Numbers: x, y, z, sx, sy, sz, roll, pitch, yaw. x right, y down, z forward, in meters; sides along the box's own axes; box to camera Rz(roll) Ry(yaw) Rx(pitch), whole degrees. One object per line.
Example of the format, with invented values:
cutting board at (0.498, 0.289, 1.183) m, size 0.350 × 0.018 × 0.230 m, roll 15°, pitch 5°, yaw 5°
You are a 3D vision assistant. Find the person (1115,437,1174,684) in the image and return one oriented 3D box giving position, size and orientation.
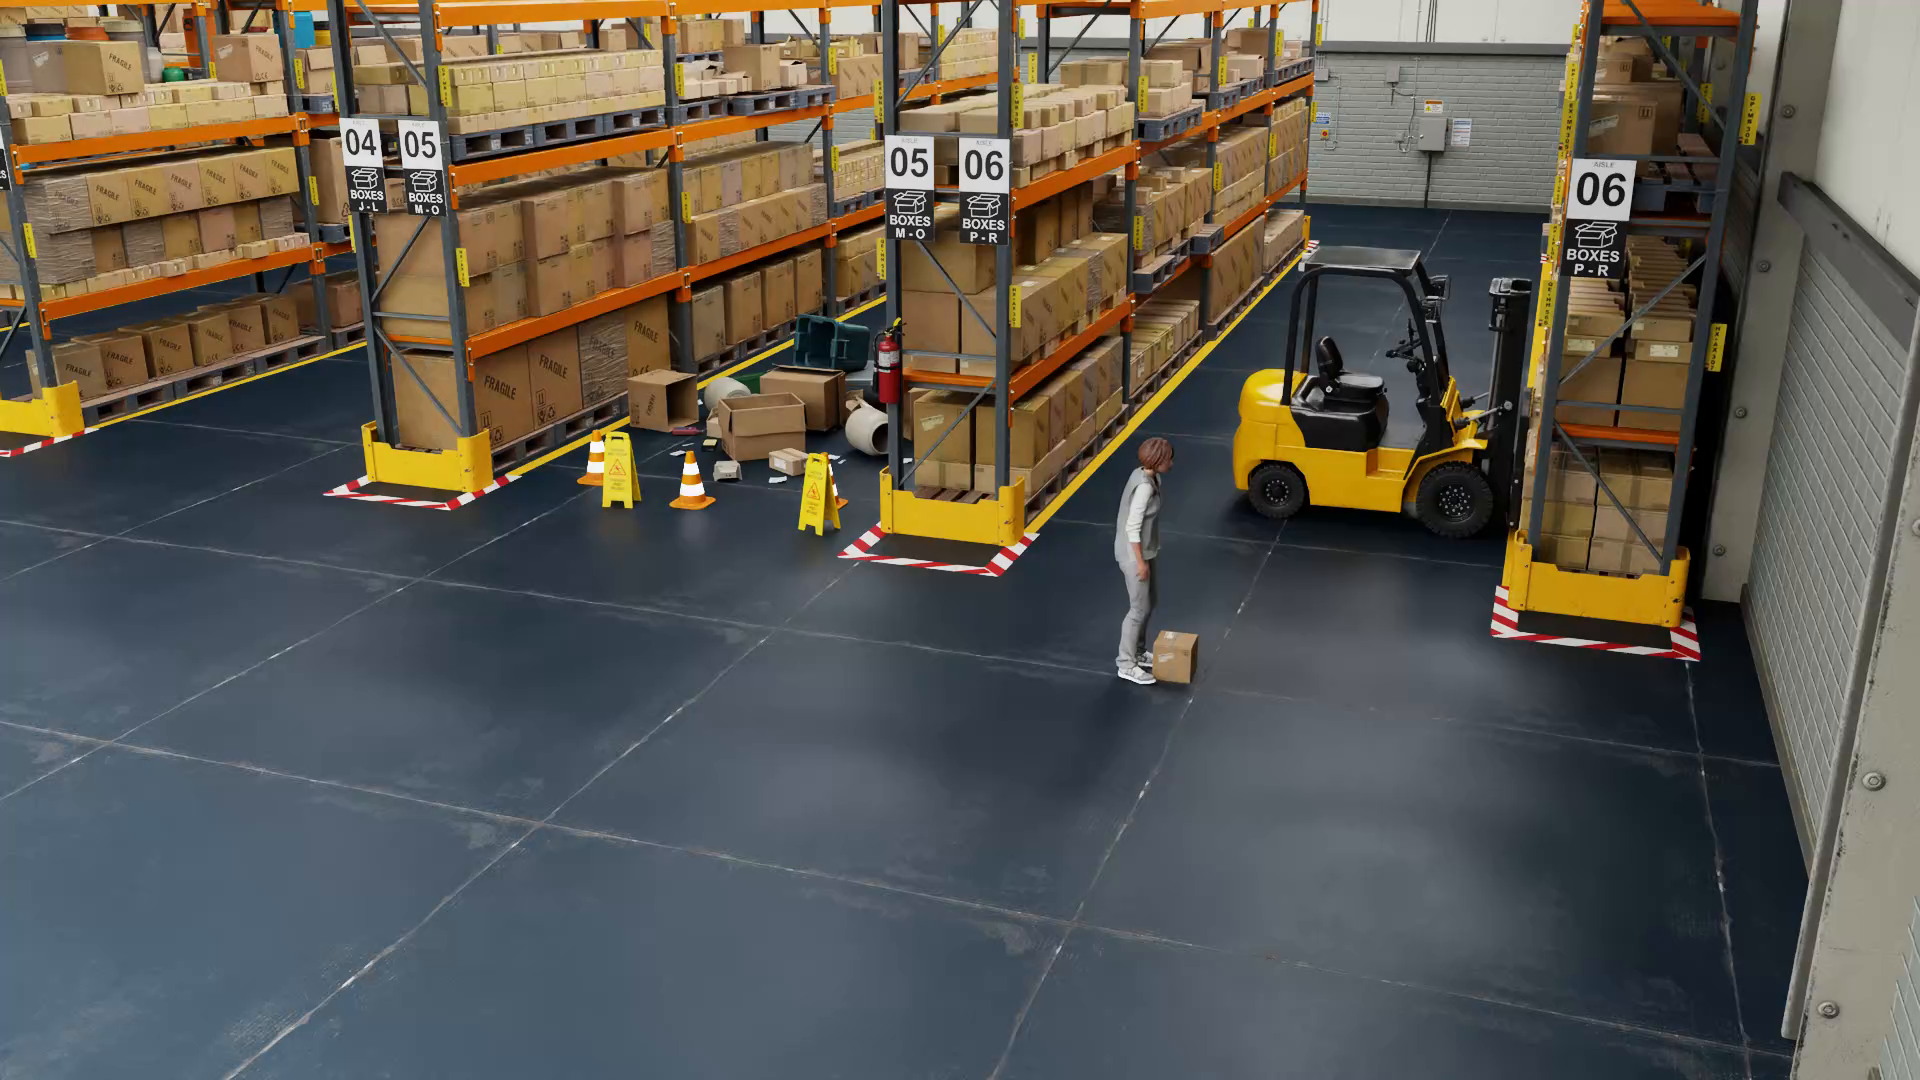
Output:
person at (1.178, 0.108, 10.767) m, size 0.347 × 1.592 × 0.484 m, roll 5°, pitch 20°, yaw 15°
